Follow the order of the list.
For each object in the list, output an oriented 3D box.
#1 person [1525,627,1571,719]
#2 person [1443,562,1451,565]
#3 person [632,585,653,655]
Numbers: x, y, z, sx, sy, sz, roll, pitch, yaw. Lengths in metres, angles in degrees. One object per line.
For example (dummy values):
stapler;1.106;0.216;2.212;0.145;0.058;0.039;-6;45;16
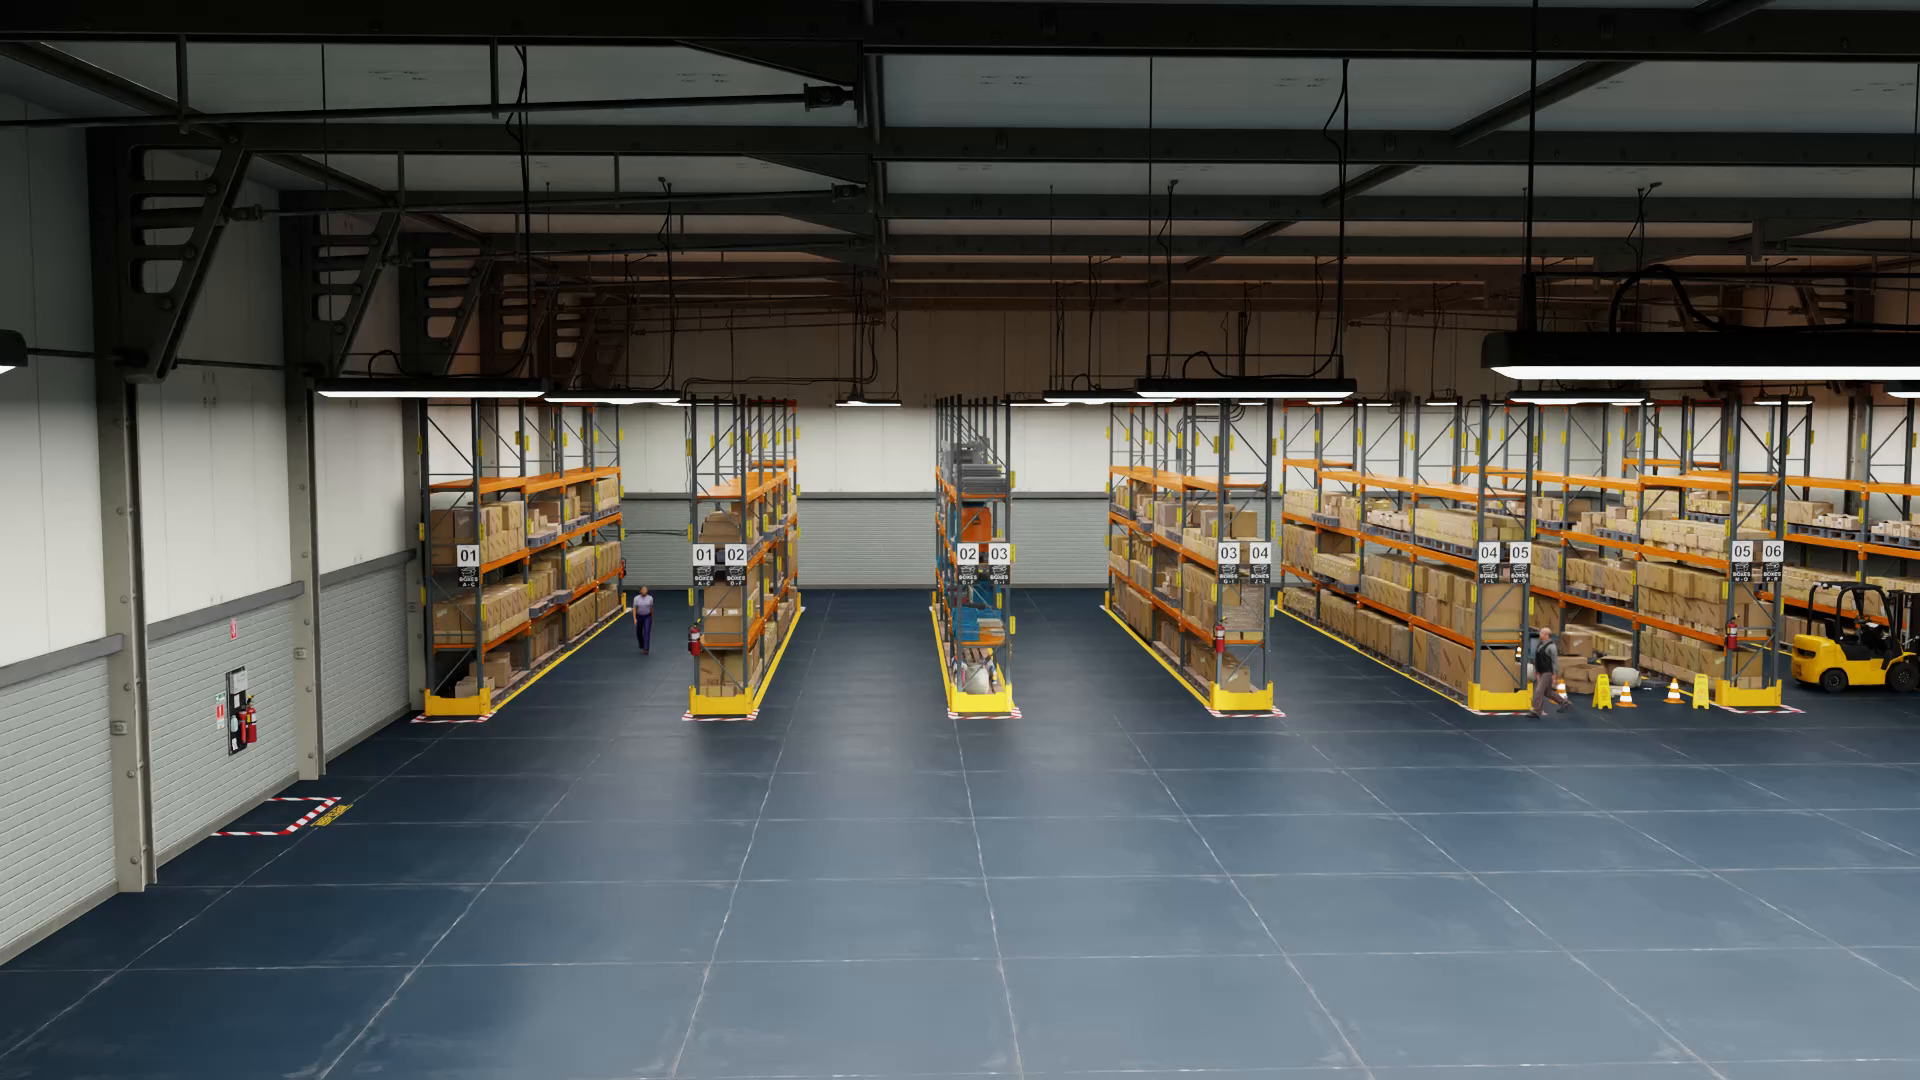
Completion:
person;10.894;2.455;30.773;0.964;1.689;0.558;-1;5;-8
person;13.080;1.336;44.536;0.560;1.780;0.448;-4;6;-42
person;-7.432;1.852;38.973;0.453;1.568;1.043;0;5;-3
